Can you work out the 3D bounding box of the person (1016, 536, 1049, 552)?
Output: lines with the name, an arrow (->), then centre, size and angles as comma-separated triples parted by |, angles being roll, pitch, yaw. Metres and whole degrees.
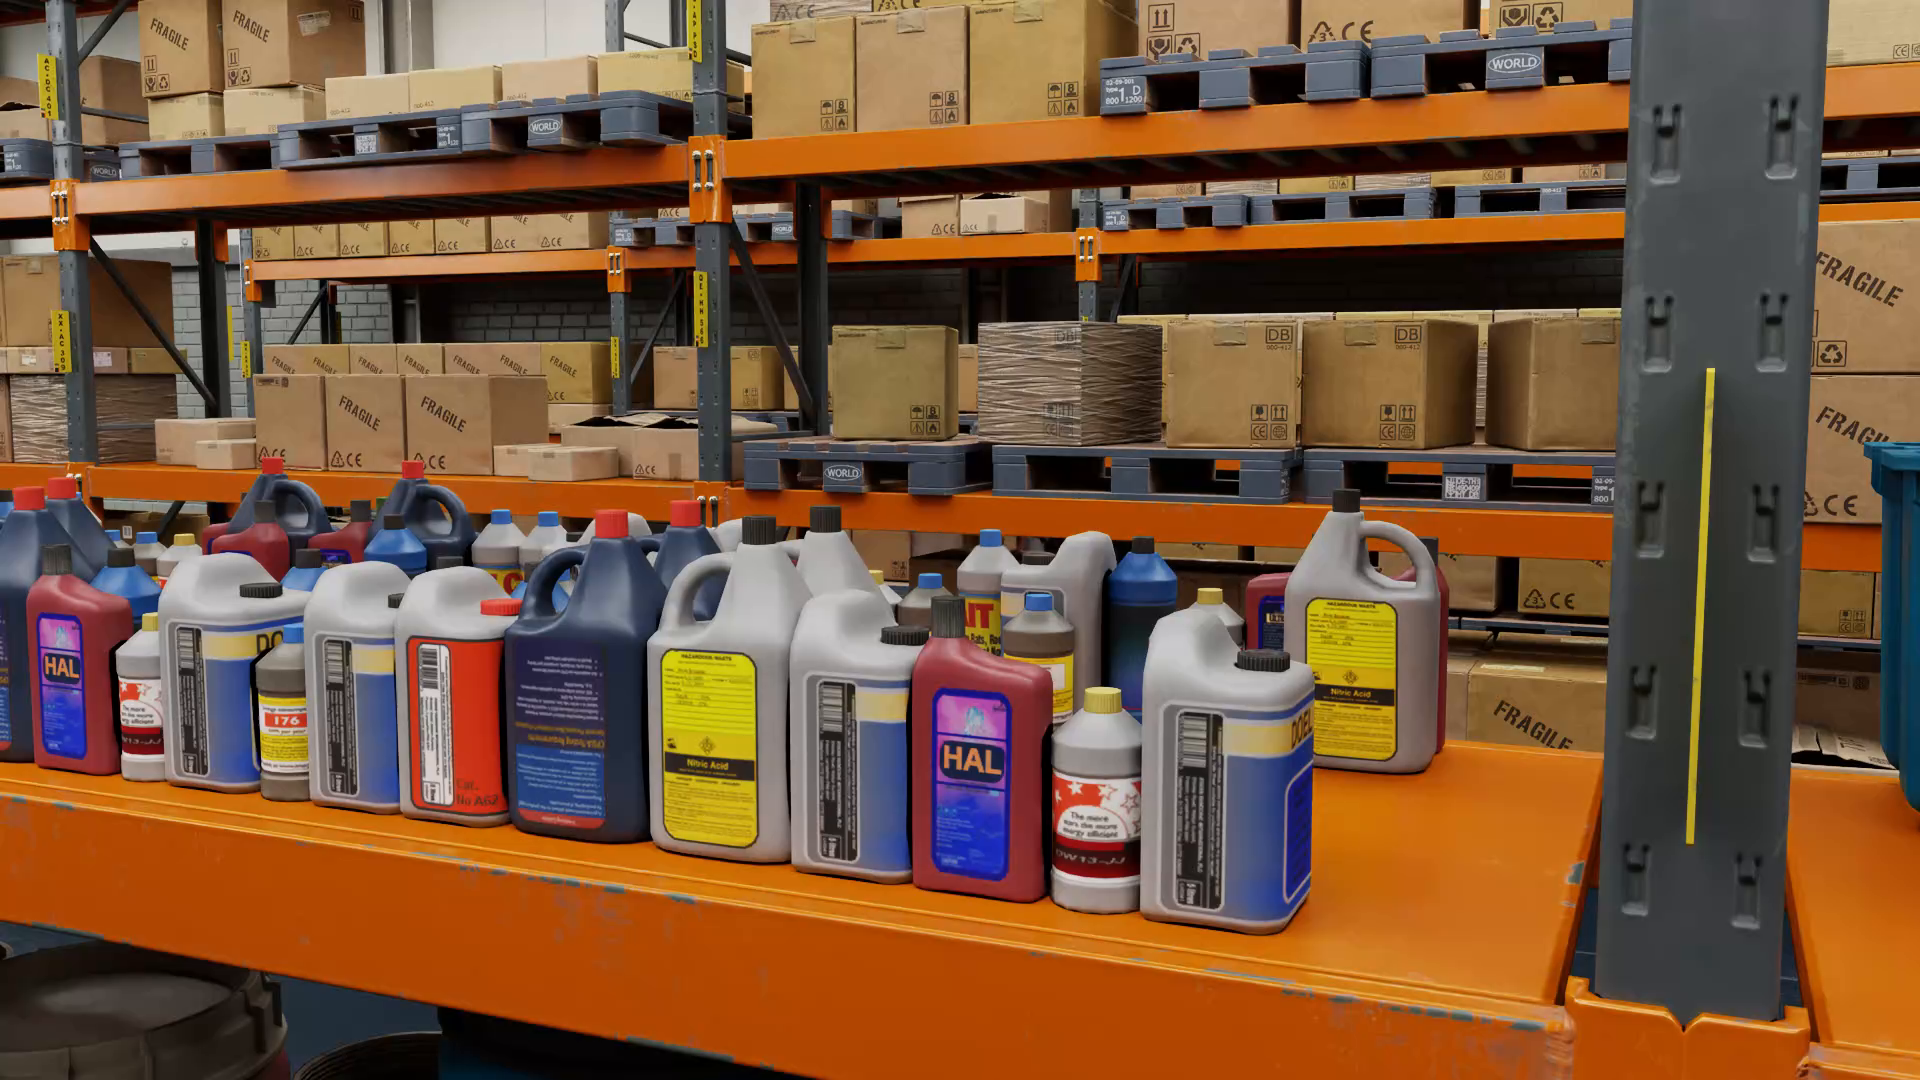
person -> 0.267, 0.050, 9.409 | 0.416, 1.646, 0.554 | 2, 6, 23
